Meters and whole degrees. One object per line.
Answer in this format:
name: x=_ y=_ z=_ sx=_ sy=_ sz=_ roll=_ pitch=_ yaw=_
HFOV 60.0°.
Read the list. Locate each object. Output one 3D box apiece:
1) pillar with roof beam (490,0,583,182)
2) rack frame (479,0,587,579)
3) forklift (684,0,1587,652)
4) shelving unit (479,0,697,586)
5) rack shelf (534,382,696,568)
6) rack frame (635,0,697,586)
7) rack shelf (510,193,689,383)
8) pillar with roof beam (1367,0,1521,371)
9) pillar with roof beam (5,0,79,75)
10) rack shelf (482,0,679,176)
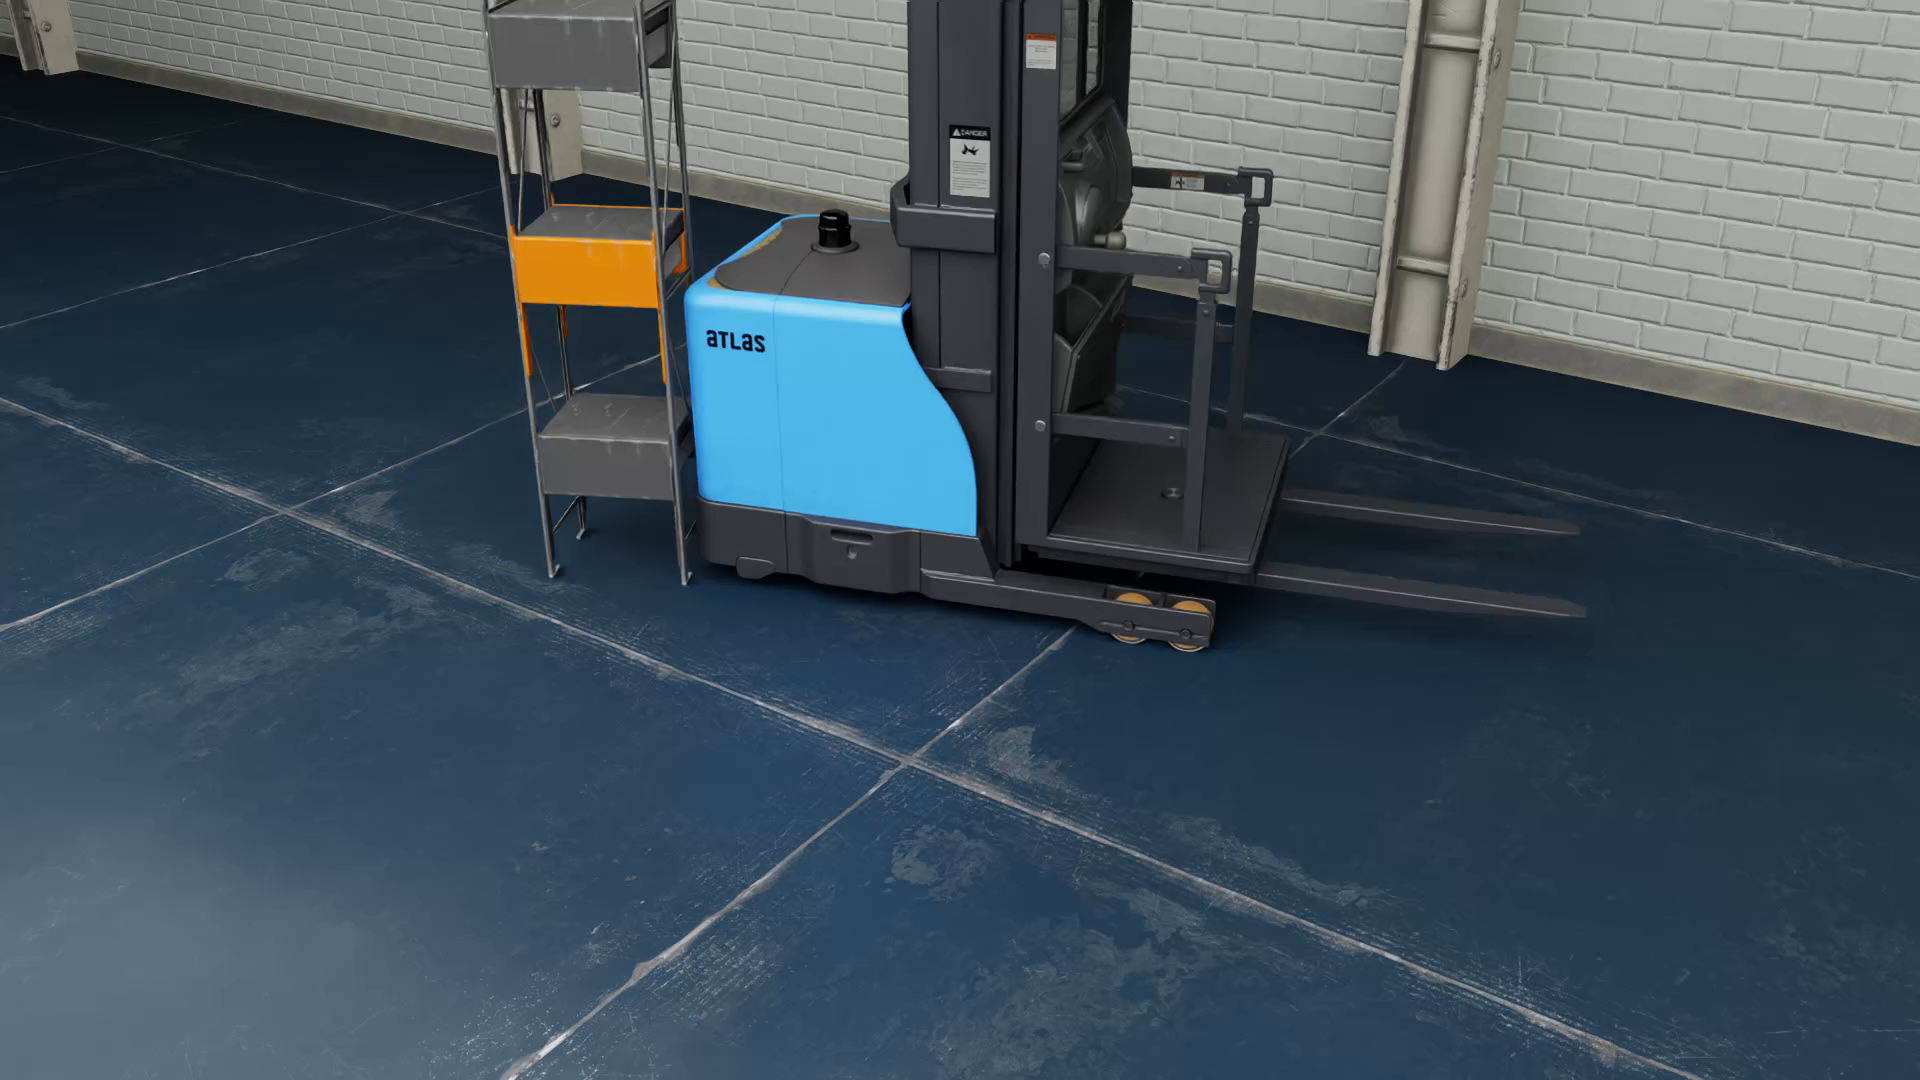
pillar with roof beam: x=-5.172 y=-4.844 z=5.847 sx=0.400 sy=9.000 sz=9.100 roll=17 pitch=32 yaw=30
rack frame: x=-1.441 y=-0.887 z=5.672 sx=0.015 sy=2.100 sz=0.400 roll=3 pitch=27 yaw=5
forklift: x=0.633 y=-1.204 z=5.384 sx=3.031 sy=2.935 sz=1.130 roll=8 pitch=28 yaw=15
shelving unit: x=-1.199 y=-0.874 z=5.649 sx=0.503 sy=2.100 sz=0.431 roll=3 pitch=27 yaw=5
rack shelf: x=-1.202 y=-0.238 z=5.973 sx=0.480 sy=0.518 sz=0.431 roll=3 pitch=27 yaw=5
rack frame: x=-0.956 y=-0.860 z=5.626 sx=0.015 sy=2.100 sz=0.400 roll=3 pitch=27 yaw=5
rack shelf: x=-1.199 y=-0.861 z=5.655 sx=0.480 sy=0.518 sz=0.431 roll=3 pitch=27 yaw=5
pillar with roof beam: x=-0.226 y=-3.304 z=2.820 sx=0.400 sy=9.000 sz=9.100 roll=17 pitch=32 yaw=30
pillar with roof beam: x=-10.118 y=-6.385 z=8.875 sx=0.400 sy=9.000 sz=9.100 roll=17 pitch=32 yaw=30
rack shelf: x=-1.195 y=-1.485 z=5.337 sx=0.480 sy=0.518 sz=0.431 roll=3 pitch=27 yaw=5
